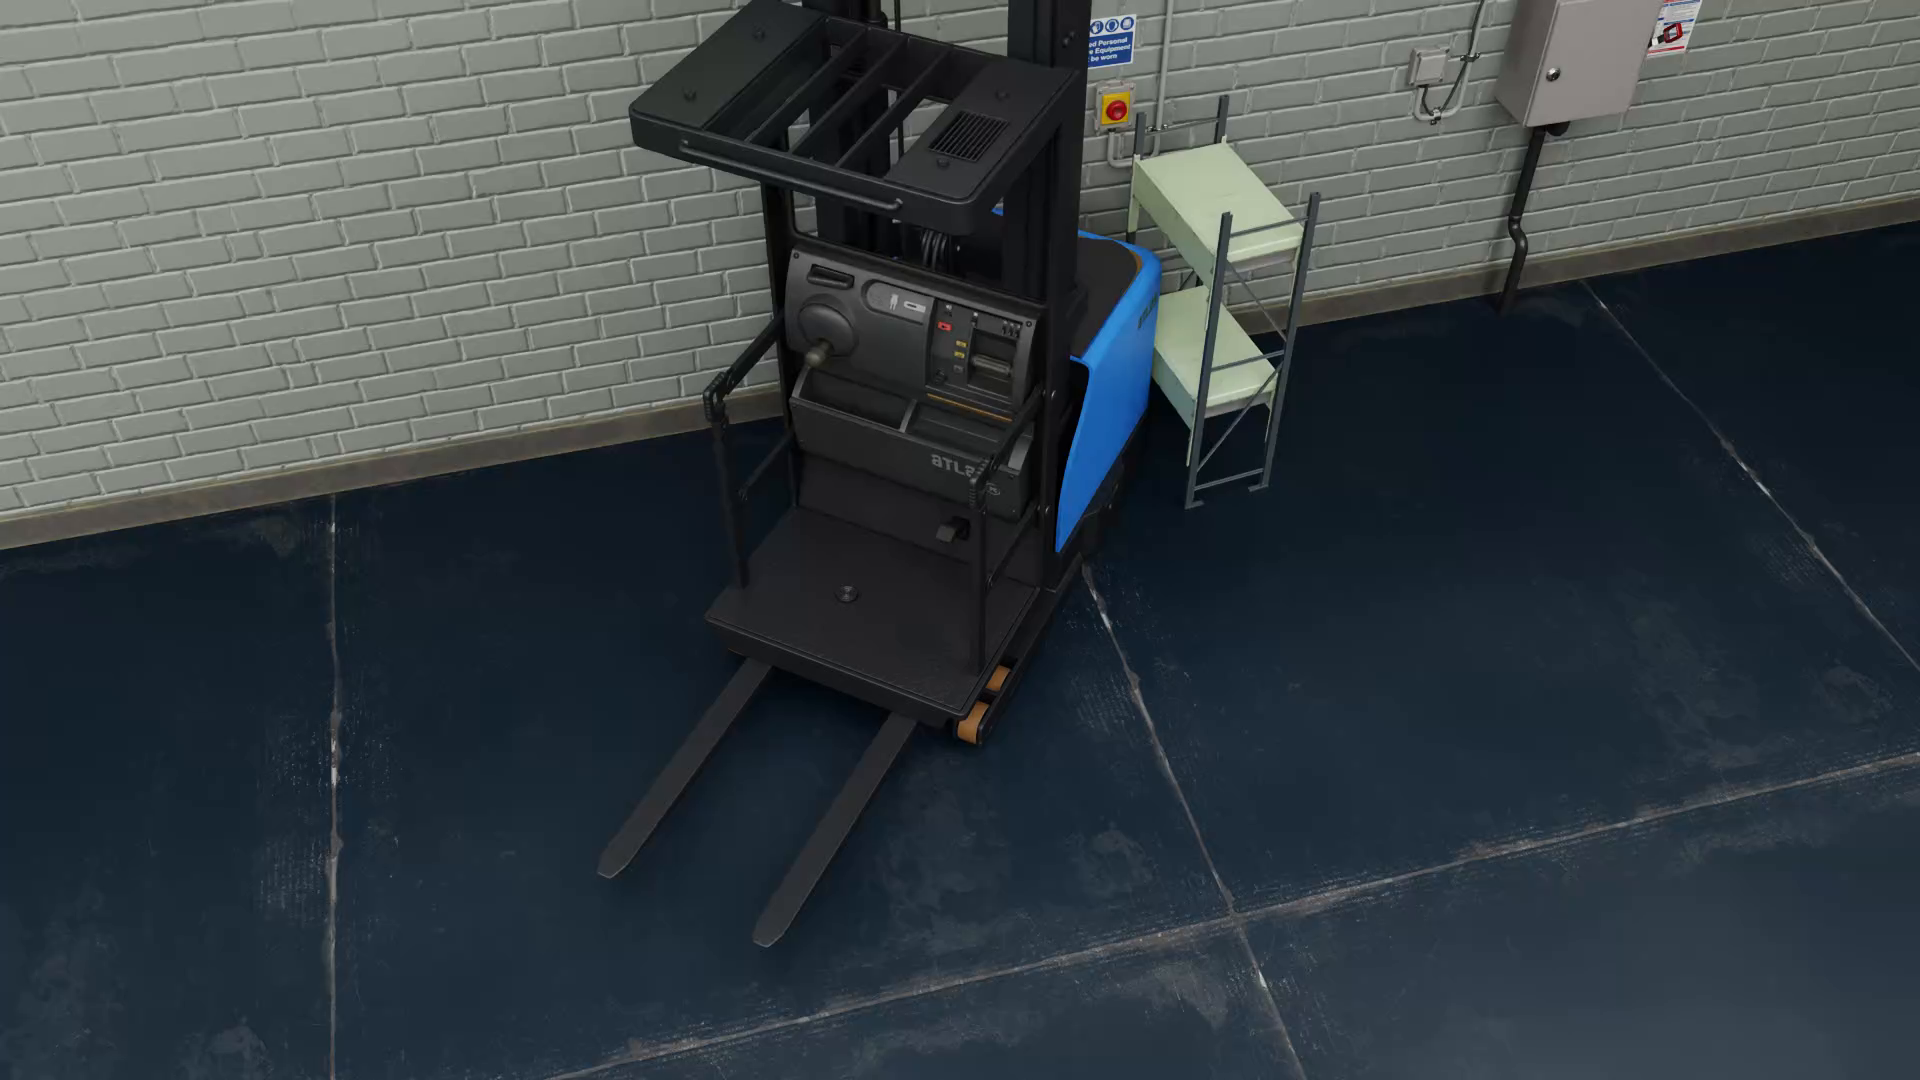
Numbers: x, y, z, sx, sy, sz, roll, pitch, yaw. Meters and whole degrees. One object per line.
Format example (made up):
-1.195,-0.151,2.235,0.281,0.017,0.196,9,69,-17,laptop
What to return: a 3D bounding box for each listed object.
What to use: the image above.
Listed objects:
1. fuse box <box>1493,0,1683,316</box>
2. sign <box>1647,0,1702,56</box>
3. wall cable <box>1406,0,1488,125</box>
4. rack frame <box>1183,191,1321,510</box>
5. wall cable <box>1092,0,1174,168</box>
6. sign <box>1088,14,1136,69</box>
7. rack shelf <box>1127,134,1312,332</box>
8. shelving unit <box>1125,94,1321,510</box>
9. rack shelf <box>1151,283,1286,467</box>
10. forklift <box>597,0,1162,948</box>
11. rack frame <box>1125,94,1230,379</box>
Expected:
2.674,-1.690,7.459,0.539,1.711,0.414,-11,47,-10,fuse box
3.098,-2.341,7.262,0.329,0.494,0.001,-11,47,-10,sign
1.974,-2.481,6.621,0.588,1.984,0.122,-11,47,-10,wall cable
1.147,-0.712,6.648,0.400,1.500,0.023,-15,48,-14,rack frame
0.606,-2.225,6.347,0.585,1.953,0.123,-11,47,-10,wall cable
0.544,-1.986,6.658,0.327,0.218,0.001,-11,47,-10,sign
1.016,-1.229,6.609,0.431,0.370,0.720,-15,48,-14,rack shelf
1.016,-0.956,6.888,0.431,1.500,0.755,-15,48,-14,shelving unit
1.016,-0.728,7.121,0.431,0.370,0.720,-15,48,-14,rack shelf
-0.270,-0.624,5.560,1.130,2.935,3.031,19,49,18,forklift
0.885,-1.200,7.127,0.400,1.500,0.023,-15,48,-14,rack frame
